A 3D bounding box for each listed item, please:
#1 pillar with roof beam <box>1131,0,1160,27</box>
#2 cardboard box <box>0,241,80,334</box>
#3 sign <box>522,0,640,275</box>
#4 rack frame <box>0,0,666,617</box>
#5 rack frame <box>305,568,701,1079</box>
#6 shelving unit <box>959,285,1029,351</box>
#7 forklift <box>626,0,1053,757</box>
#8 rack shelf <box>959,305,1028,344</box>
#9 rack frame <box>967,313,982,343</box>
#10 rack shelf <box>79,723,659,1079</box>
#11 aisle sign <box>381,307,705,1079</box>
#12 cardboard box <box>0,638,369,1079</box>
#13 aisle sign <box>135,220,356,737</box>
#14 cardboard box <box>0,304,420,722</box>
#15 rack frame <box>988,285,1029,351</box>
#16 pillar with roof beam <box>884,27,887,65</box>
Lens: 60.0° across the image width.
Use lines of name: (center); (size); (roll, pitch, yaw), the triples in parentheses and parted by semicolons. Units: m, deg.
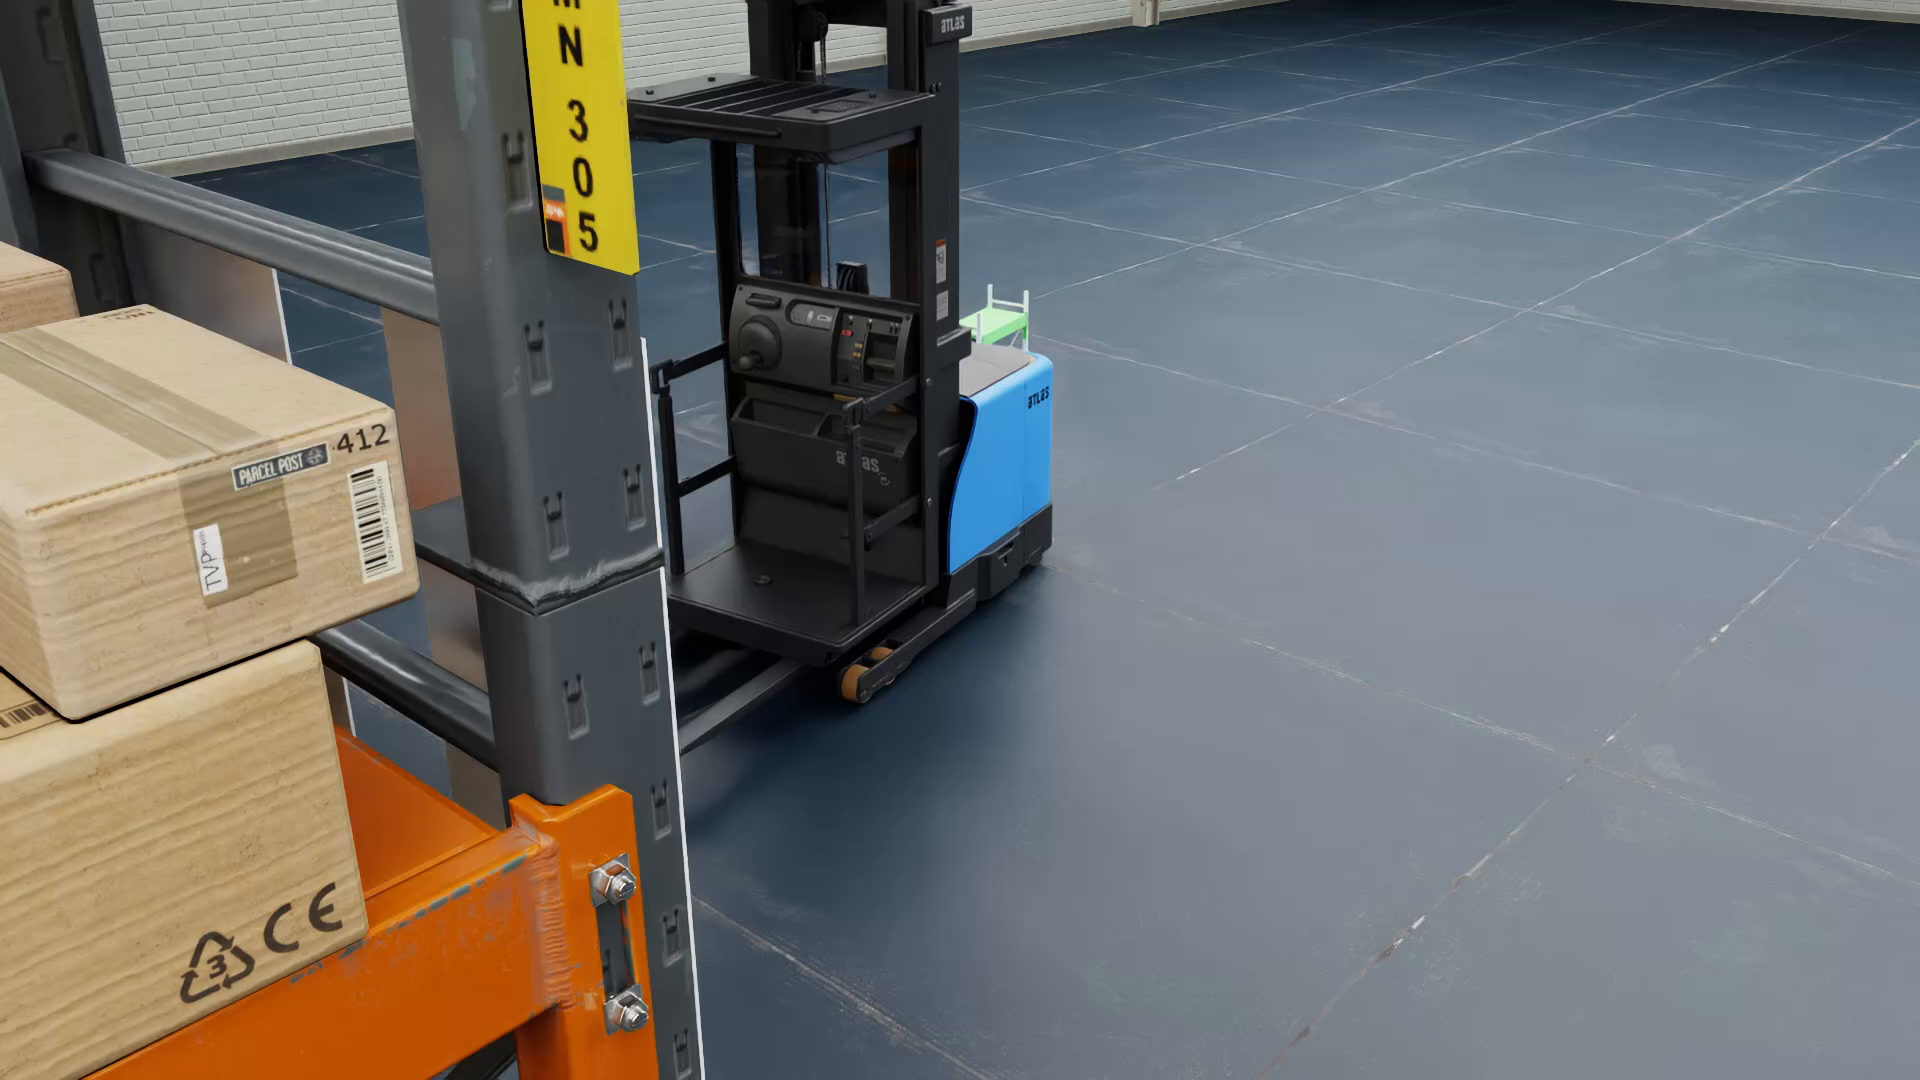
pillar with roof beam: (6.352, -11.696, 23.836); (9.100, 9.000, 0.400); (20, 31, 38)
cardboard box: (-1.013, -0.189, 1.535); (0.380, 0.149, 0.250); (20, 31, 37)
sign: (-0.257, -0.343, 1.099); (0.100, 0.325, 0.005); (20, 31, 38)
rack frame: (-0.657, -1.465, 1.018); (1.000, 3.000, 0.127); (20, 31, 38)
rack frame: (-0.657, 1.272, 2.246); (1.000, 3.000, 0.127); (20, 31, 38)
shelving unit: (0.128, -0.699, 8.842); (0.258, 1.200, 0.503); (14, 28, 28)
forklift: (-0.718, -0.847, 7.057); (1.130, 2.935, 3.031); (14, 28, 28)
rack shelf: (0.128, -1.078, 8.671); (0.258, 0.148, 0.480); (14, 28, 28)
rack frame: (0.003, -0.613, 8.651); (0.240, 1.200, 0.015); (14, 28, 28)
rack shelf: (-1.992, 0.841, 0.420); (1.077, 0.370, 4.000); (20, 31, 38)
aisle sign: (-0.393, 0.149, 1.573); (0.394, 0.787, 0.004); (20, 31, 38)
cardboard box: (-0.790, 0.188, 1.180); (0.500, 0.250, 0.500); (21, 32, 39)
aisle sign: (-0.839, -0.015, 1.939); (0.394, 0.787, 0.004); (20, 31, 38)
cardboard box: (-0.610, -0.040, 1.202); (0.380, 0.149, 0.250); (20, 31, 38)
rack frame: (0.254, -0.784, 9.033); (0.240, 1.200, 0.015); (14, 28, 28)
pillar with roof beam: (2.347, -9.868, 19.759); (9.100, 9.000, 0.400); (20, 31, 38)
